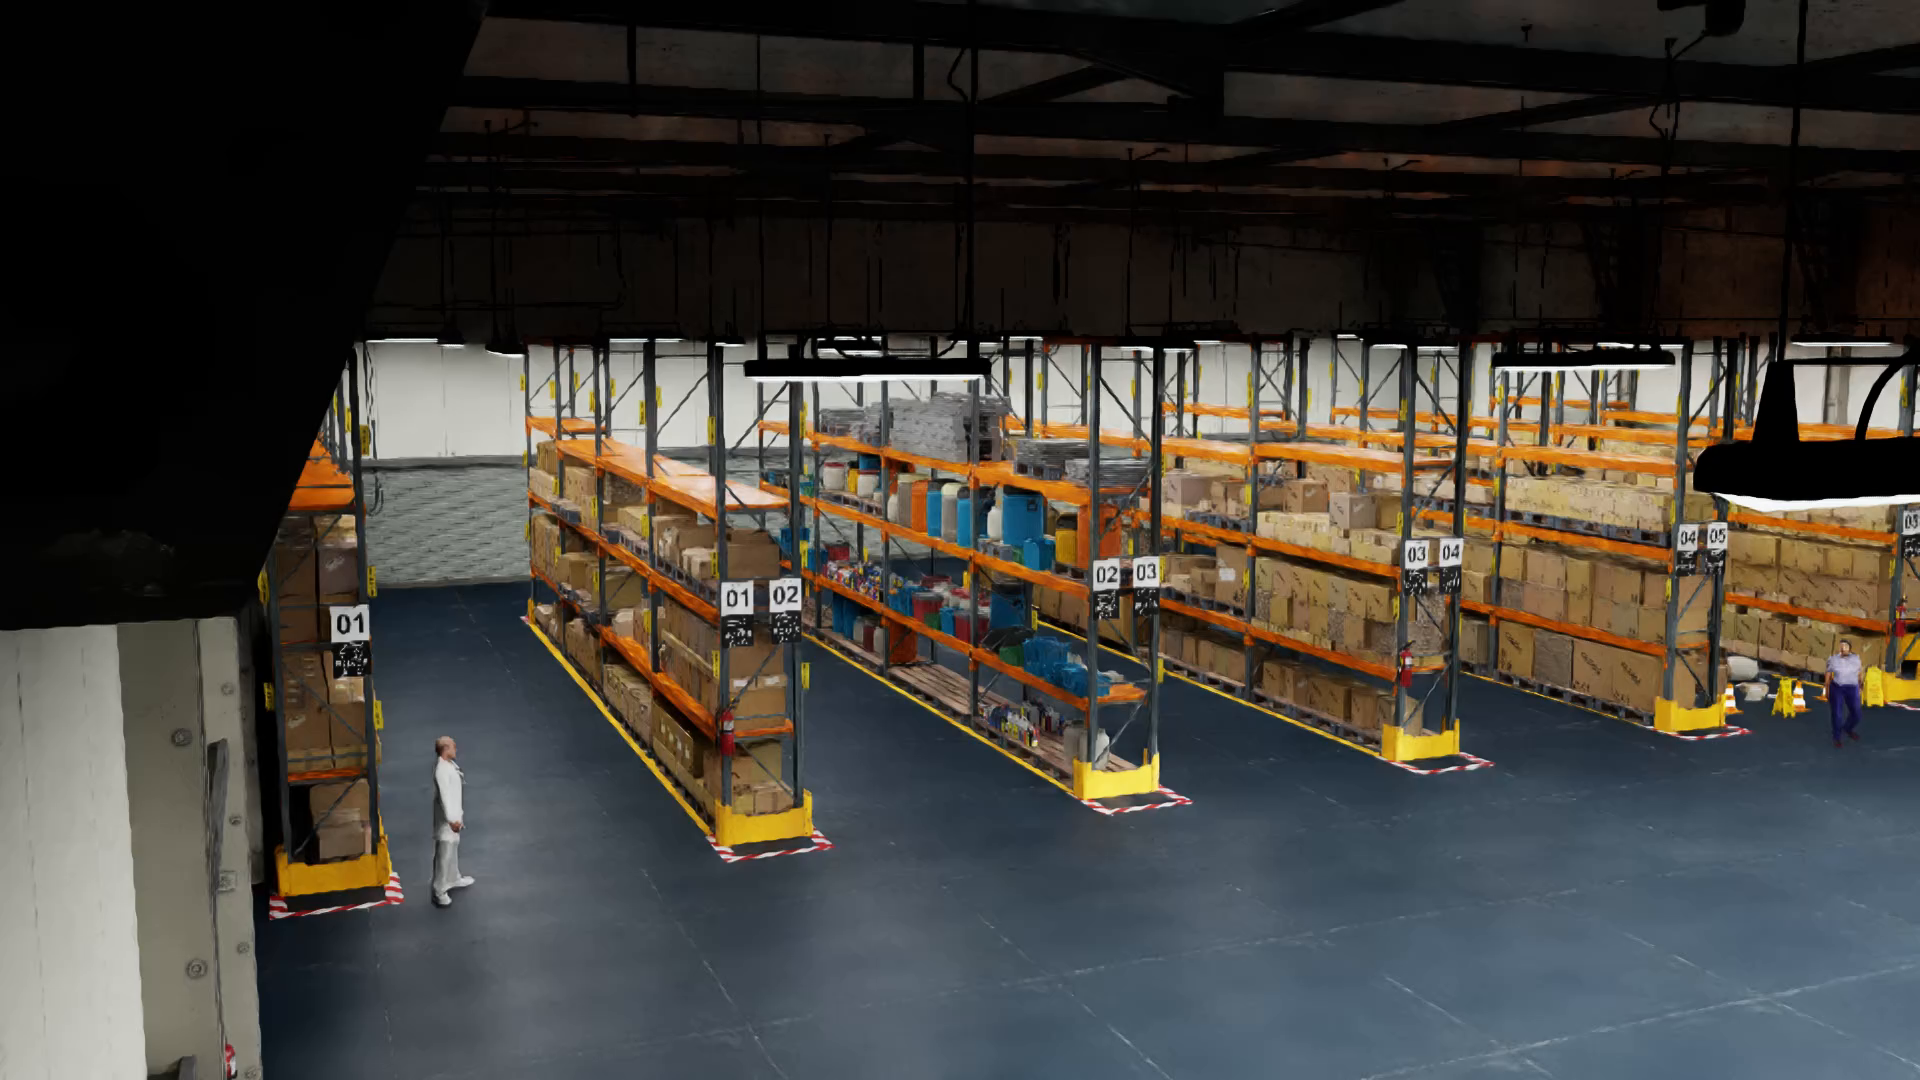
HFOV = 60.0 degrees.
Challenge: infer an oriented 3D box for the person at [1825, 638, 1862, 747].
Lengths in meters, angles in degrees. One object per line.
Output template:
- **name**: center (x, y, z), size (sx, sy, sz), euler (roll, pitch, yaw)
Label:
- **person**: center (13.161, 2.242, 24.755), size (0.558, 1.640, 0.522), euler (2, 8, 16)

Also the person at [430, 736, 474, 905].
- **person**: center (-5.597, 3.019, 18.206), size (0.436, 1.787, 0.741), euler (-2, 8, -12)
